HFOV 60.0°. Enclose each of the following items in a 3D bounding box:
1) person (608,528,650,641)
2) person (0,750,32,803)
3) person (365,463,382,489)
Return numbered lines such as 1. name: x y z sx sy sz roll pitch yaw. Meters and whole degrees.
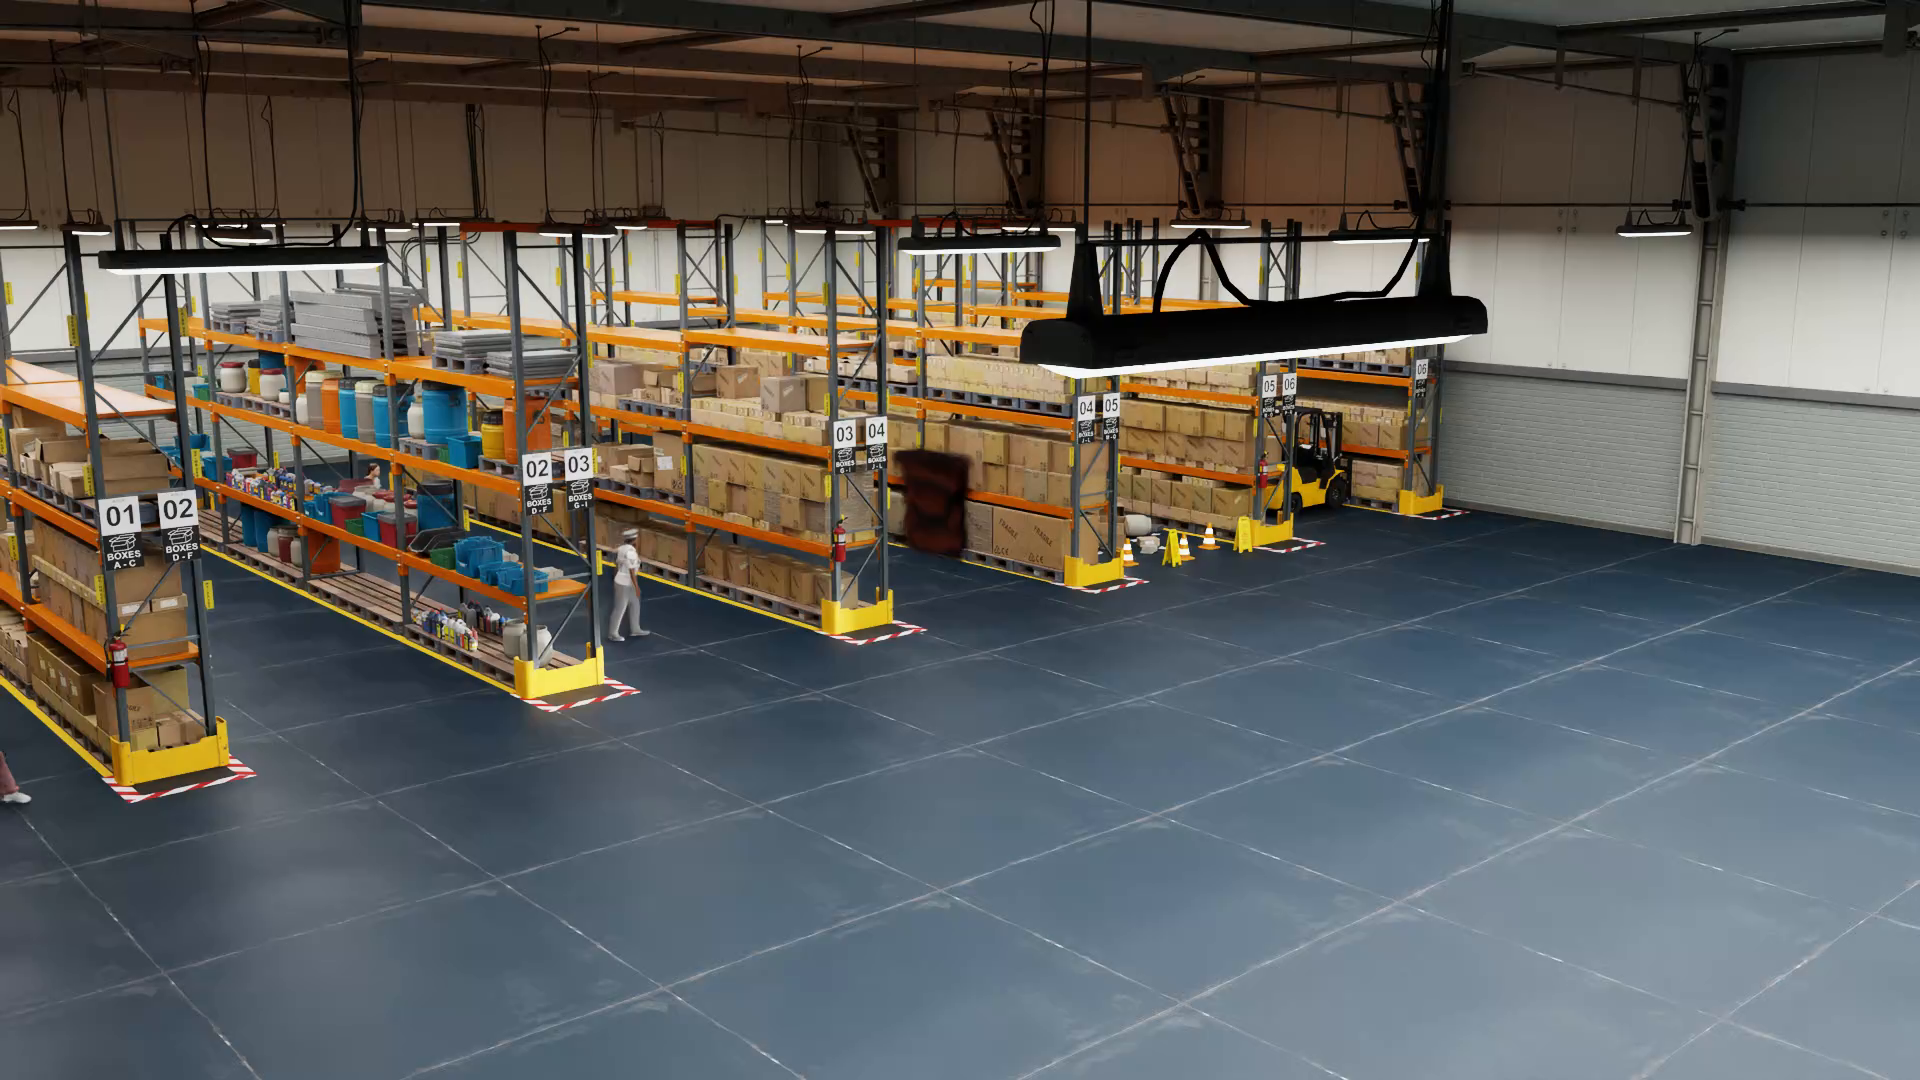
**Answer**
1. person: -4.907 0.661 24.467 0.608 1.643 0.508 -2 12 -8
2. person: -10.452 2.016 17.611 0.967 1.622 0.424 4 12 17
3. person: -10.880 -0.616 30.817 0.492 1.624 0.575 8 14 34
